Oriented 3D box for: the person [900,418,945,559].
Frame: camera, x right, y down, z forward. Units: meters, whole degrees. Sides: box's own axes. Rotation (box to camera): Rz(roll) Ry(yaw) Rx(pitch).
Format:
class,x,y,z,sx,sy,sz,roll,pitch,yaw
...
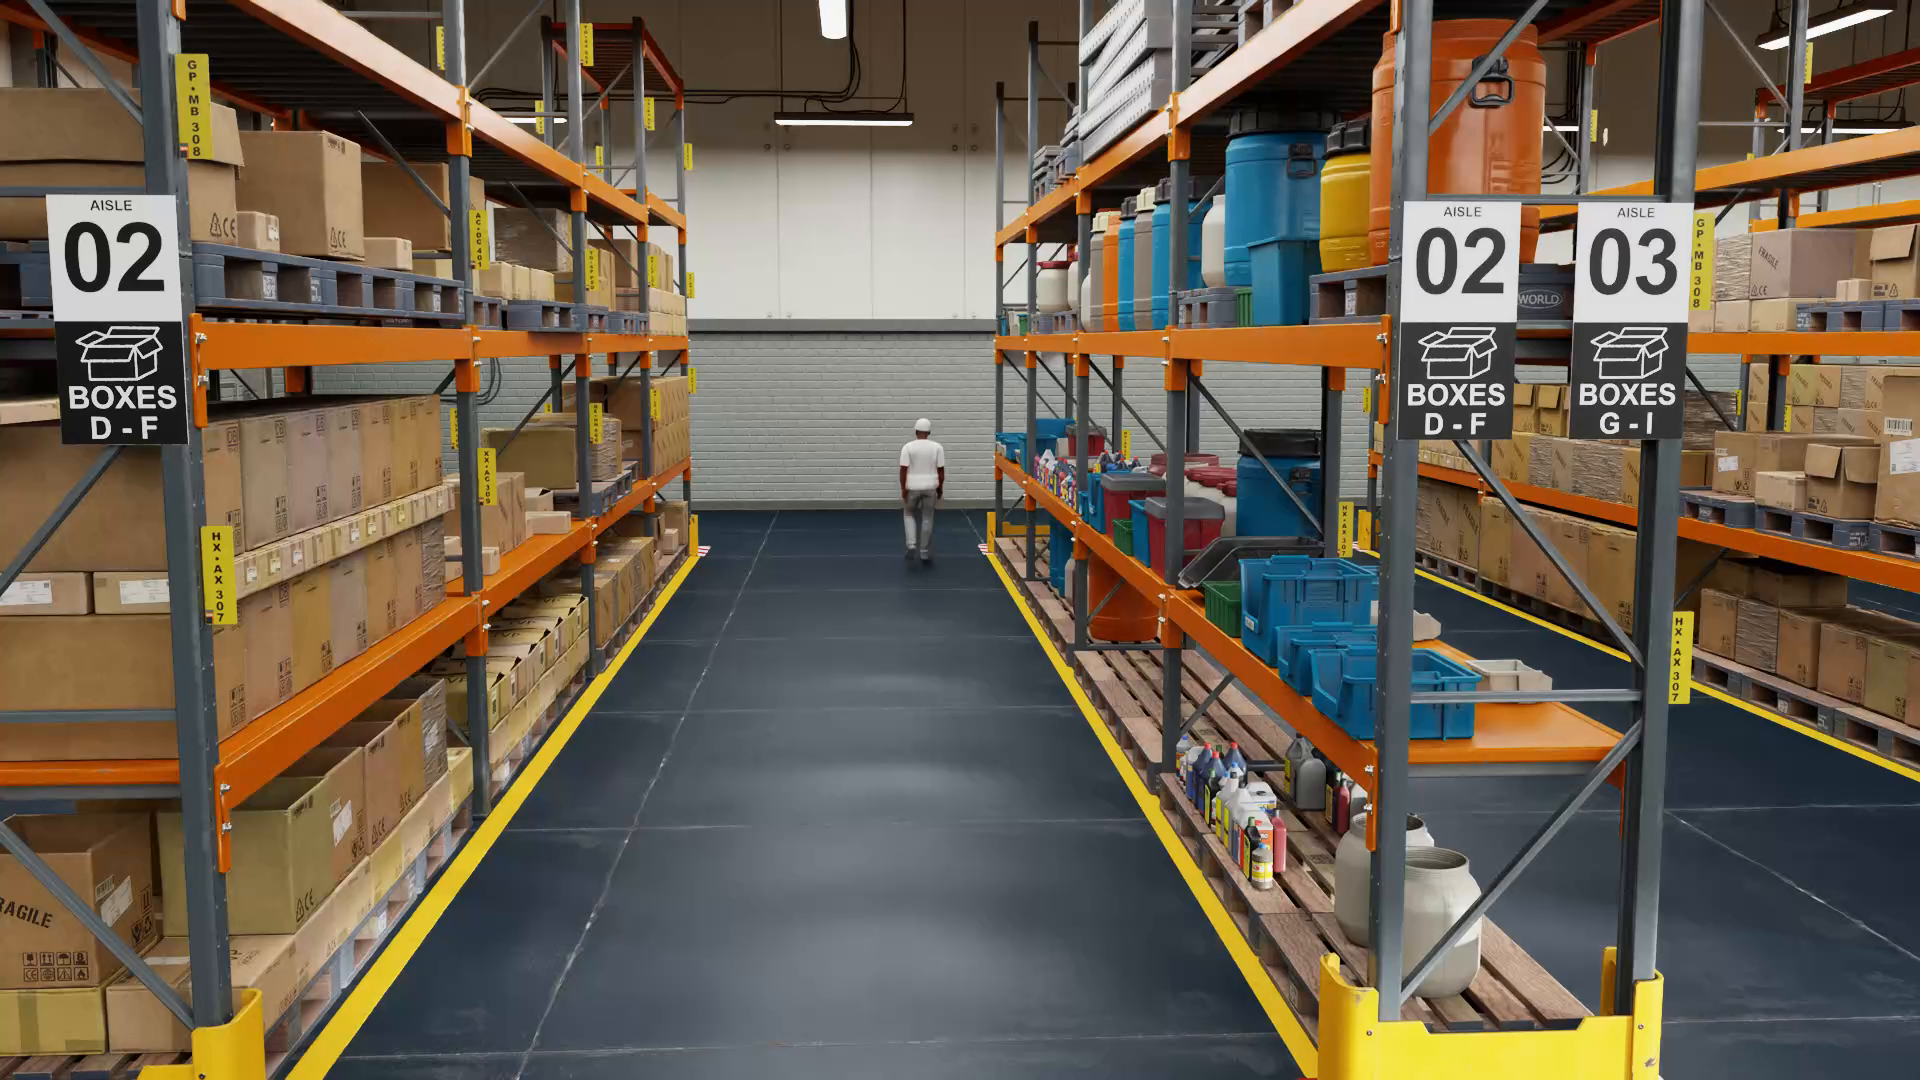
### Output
class,x,y,z,sx,sy,sz,roll,pitch,yaw
person,-0.475,-0.628,20.859,0.566,1.801,0.471,0,7,-3
